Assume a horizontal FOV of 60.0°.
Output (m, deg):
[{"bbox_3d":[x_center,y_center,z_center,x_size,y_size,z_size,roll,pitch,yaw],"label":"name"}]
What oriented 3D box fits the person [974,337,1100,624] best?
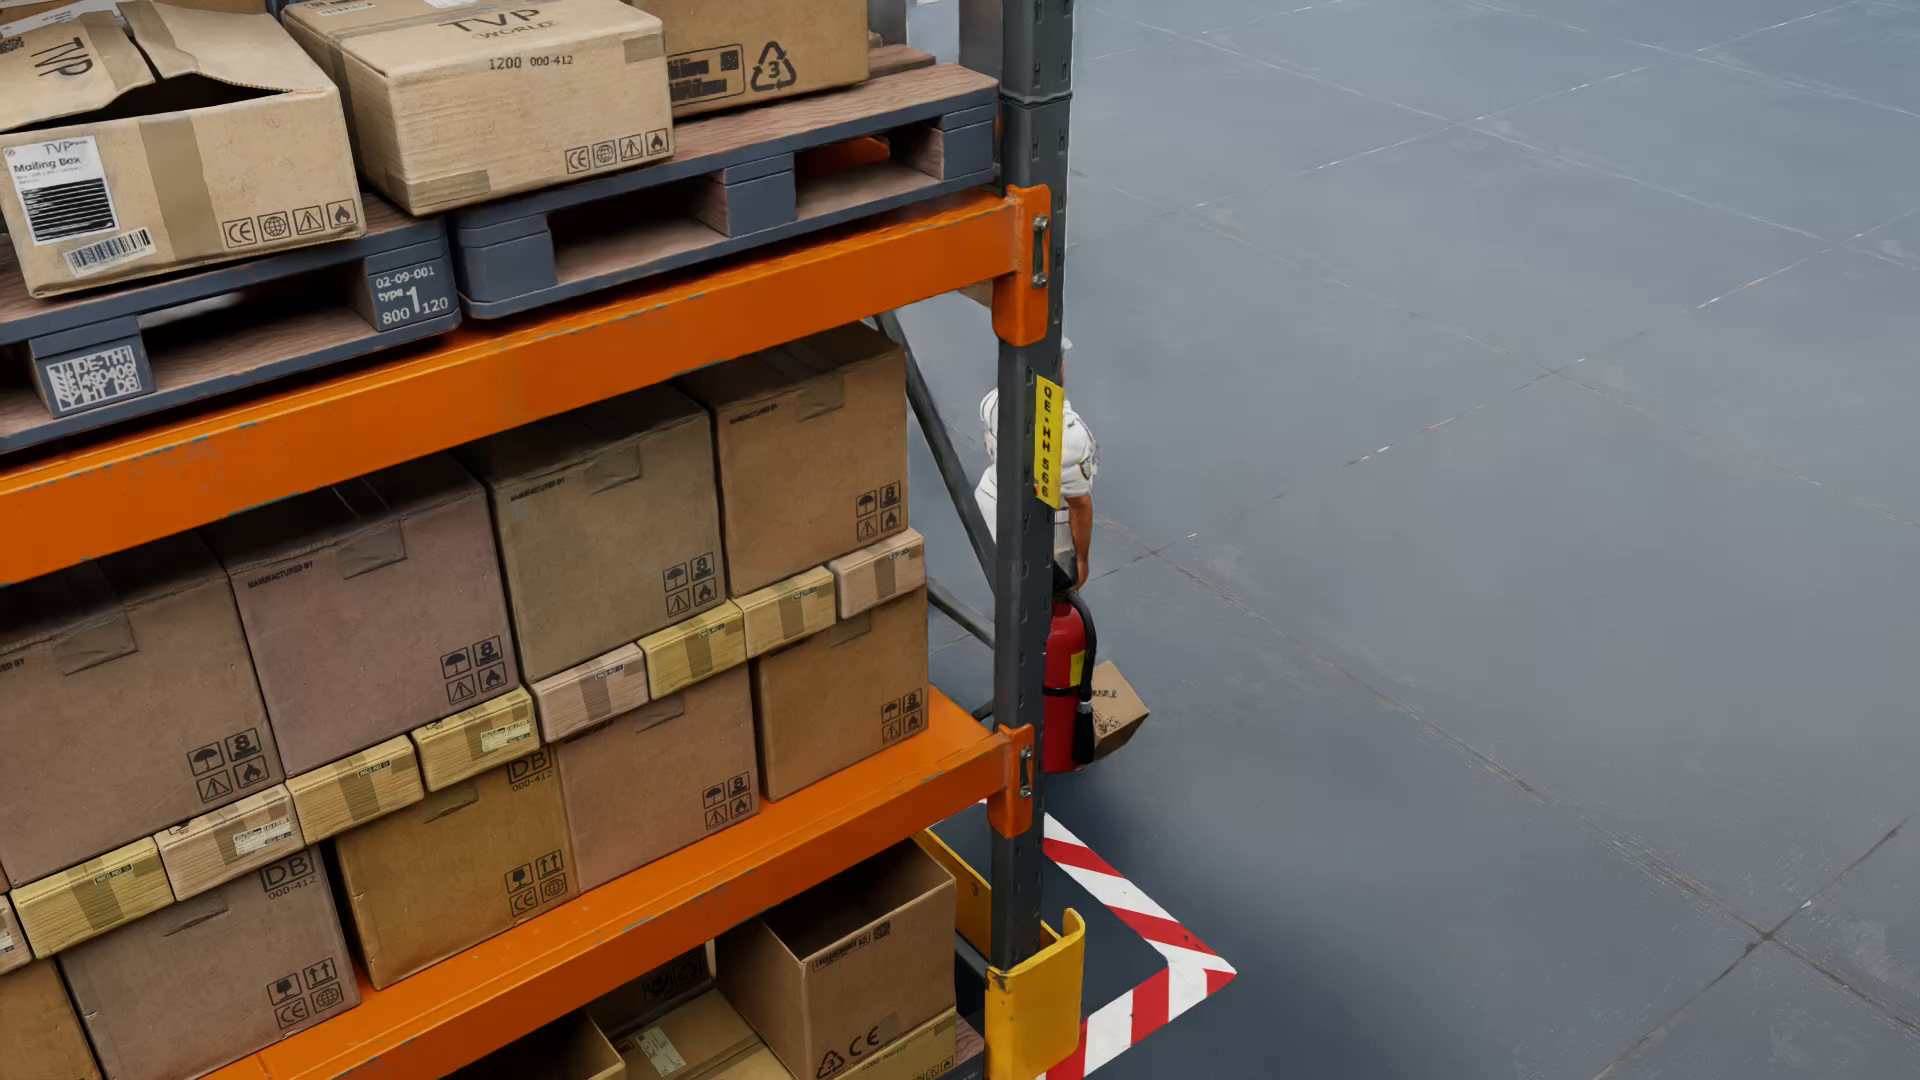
[{"bbox_3d":[0.319,-0.006,6.109,0.492,1.675,0.556,-27,41,-36],"label":"person"}]
